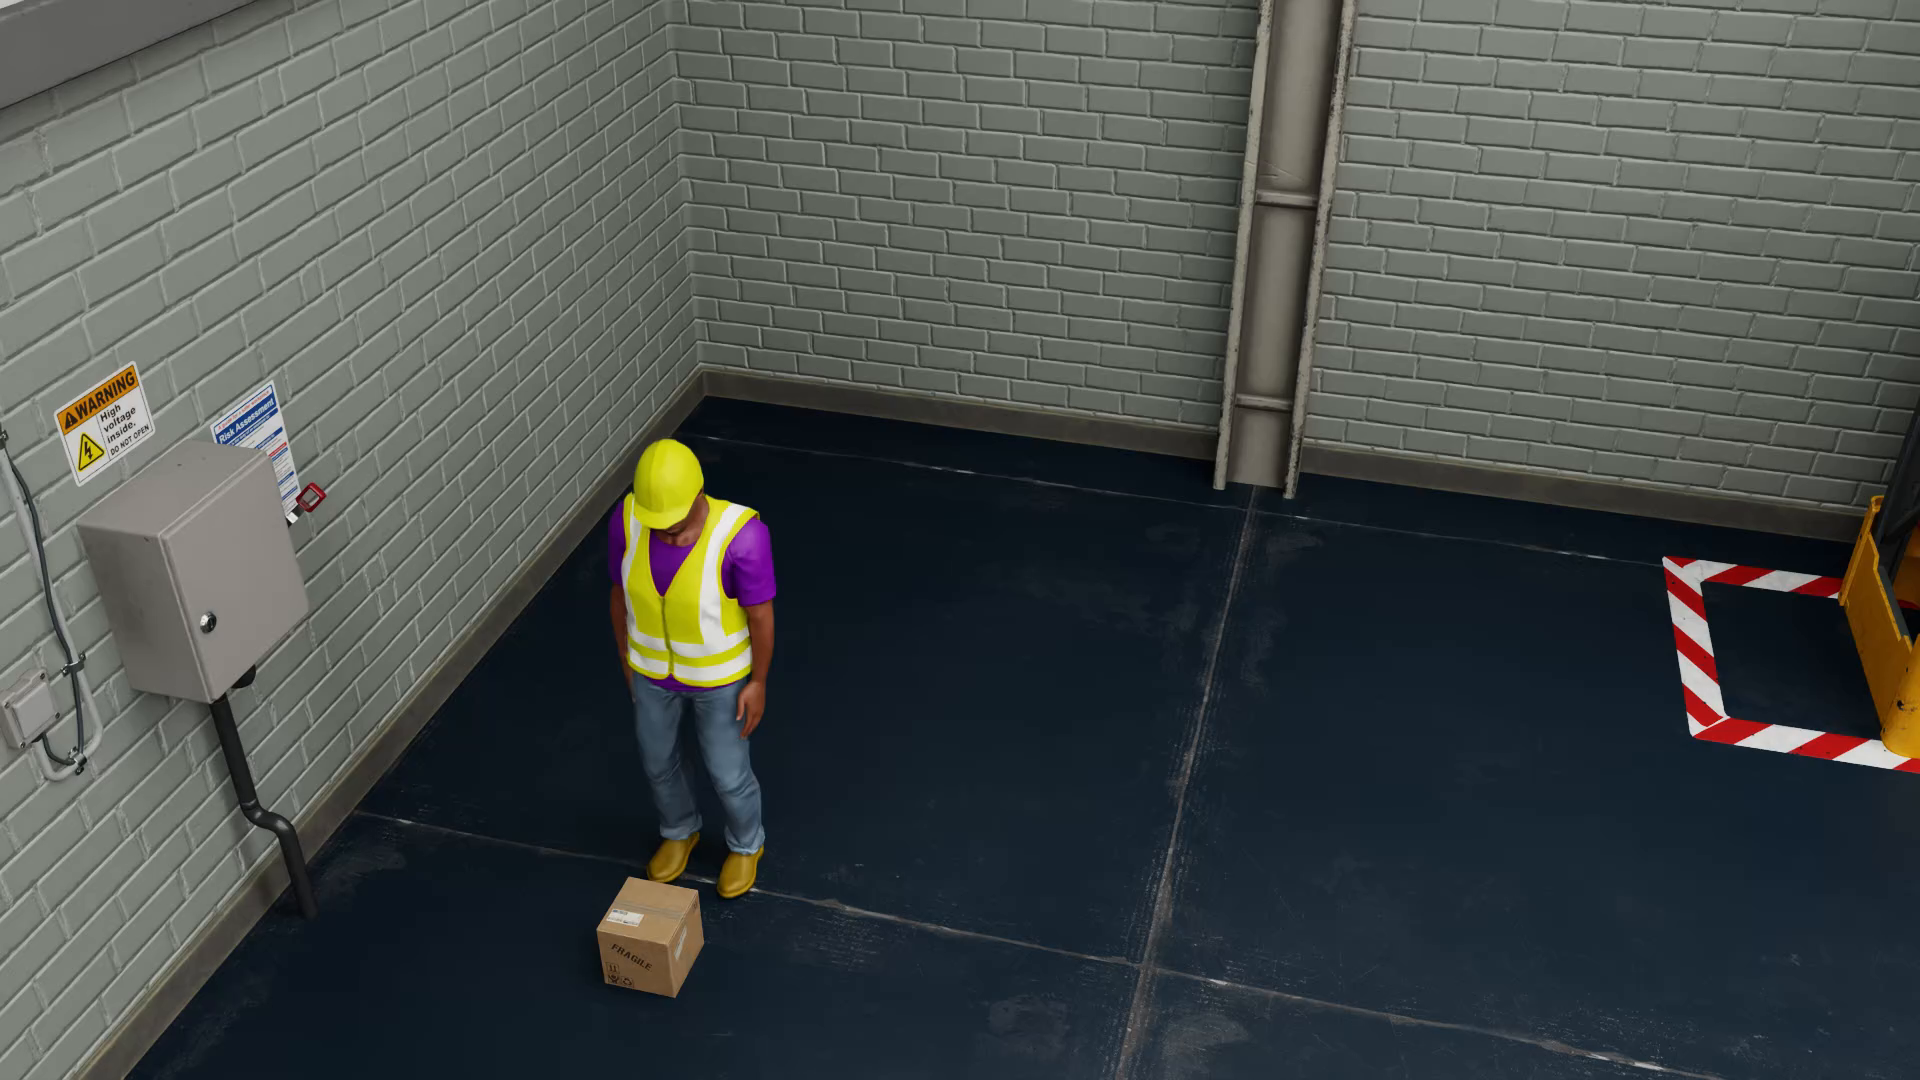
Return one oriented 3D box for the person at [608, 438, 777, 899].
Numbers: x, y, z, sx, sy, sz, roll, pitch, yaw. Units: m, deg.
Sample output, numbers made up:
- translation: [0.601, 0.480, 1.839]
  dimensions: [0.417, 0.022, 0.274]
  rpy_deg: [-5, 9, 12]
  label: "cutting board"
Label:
- translation: [-0.873, 0.427, 5.465]
  dimensions: [0.575, 1.748, 0.390]
  rpy_deg: [9, 34, 13]
  label: "person"
